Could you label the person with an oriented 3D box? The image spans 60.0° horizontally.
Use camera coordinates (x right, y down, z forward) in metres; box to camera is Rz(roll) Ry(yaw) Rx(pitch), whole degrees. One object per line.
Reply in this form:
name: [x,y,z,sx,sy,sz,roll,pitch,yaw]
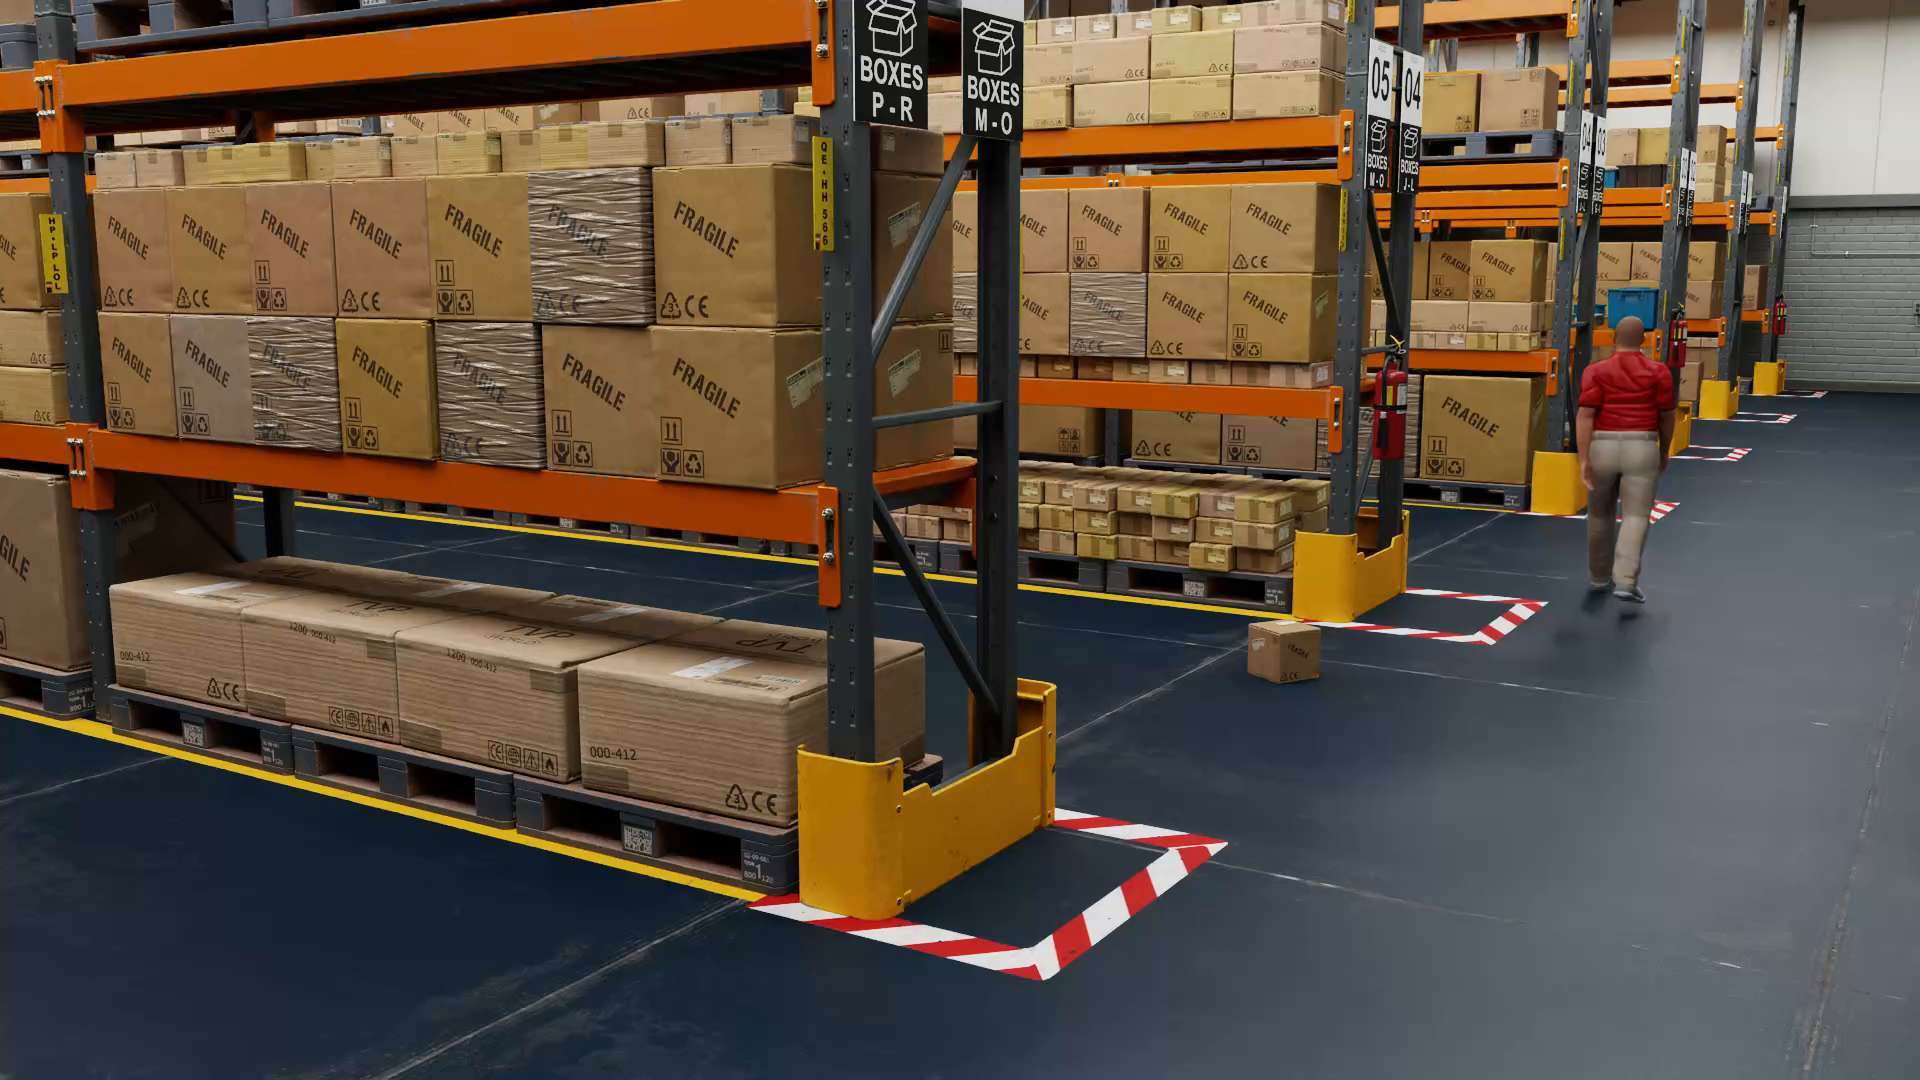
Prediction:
person: [3.948,-0.492,9.878,0.522,1.669,1.059,5,11,29]
